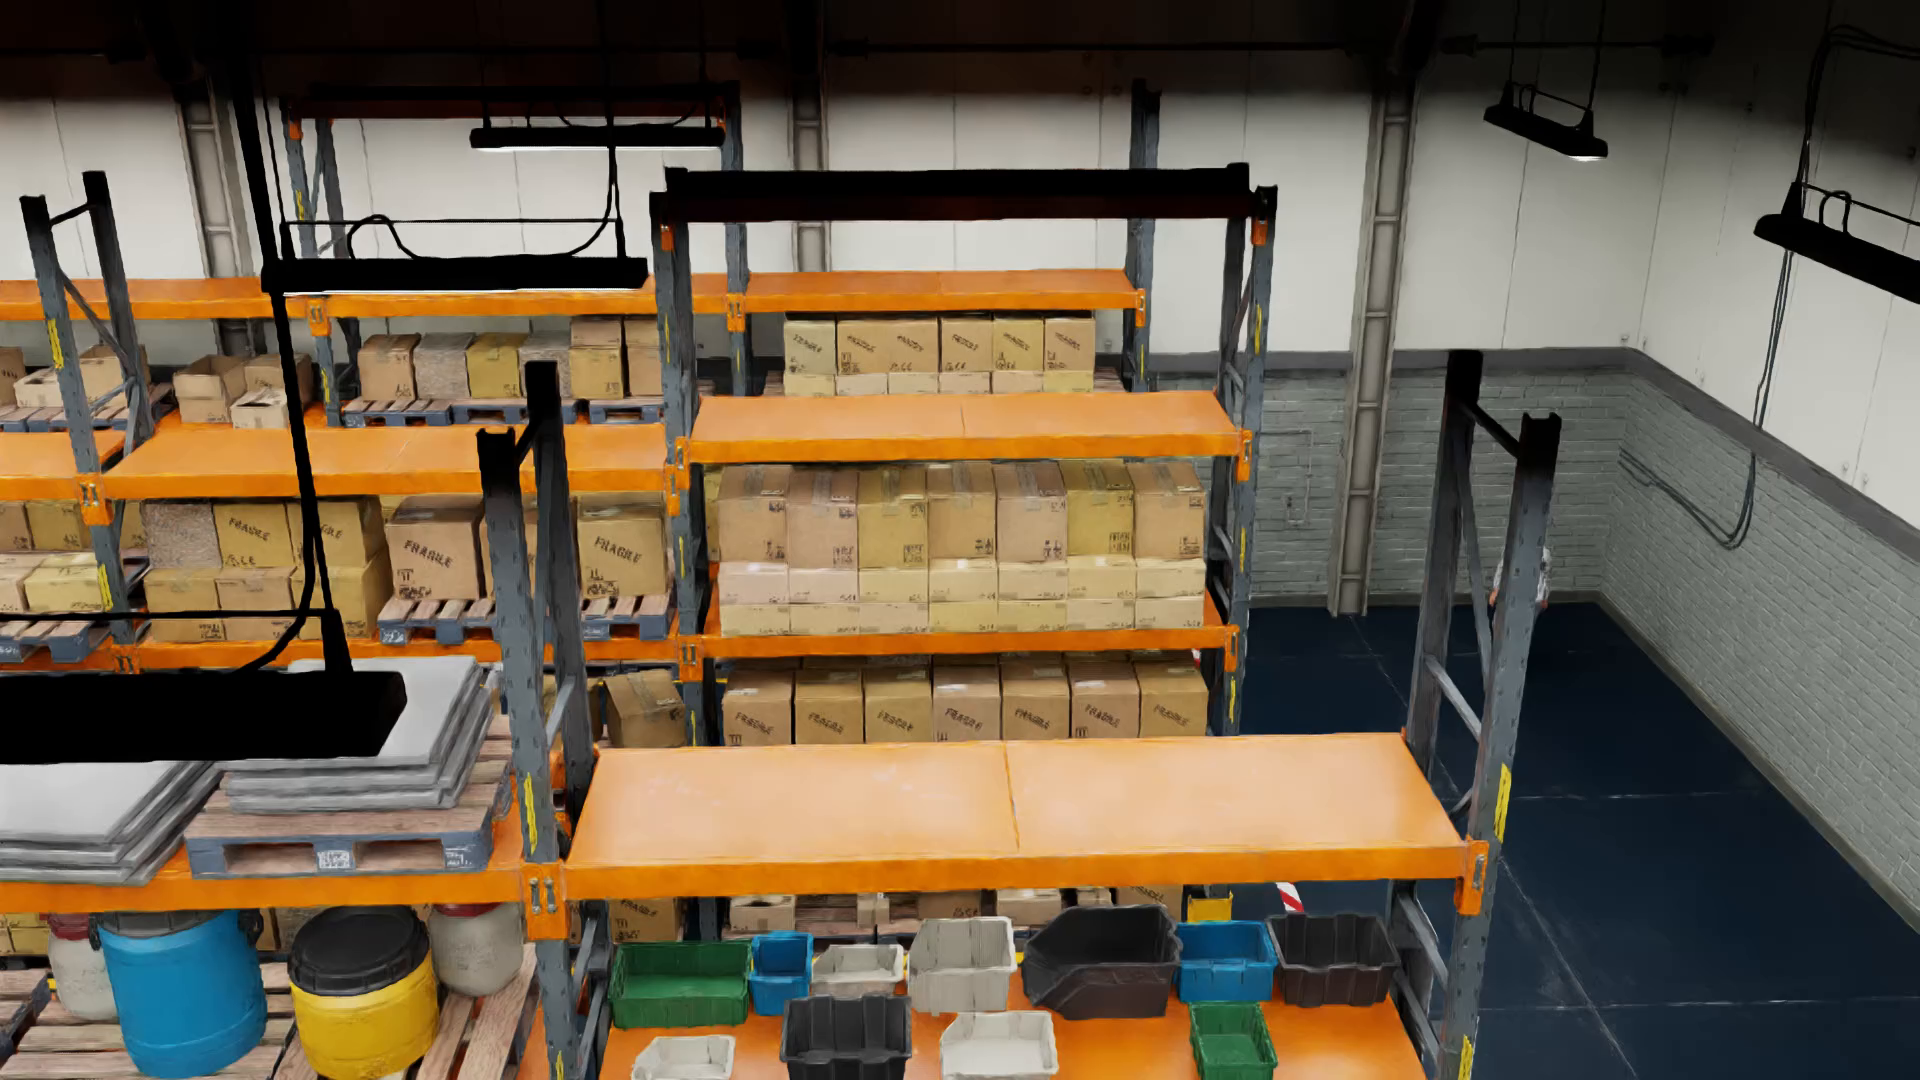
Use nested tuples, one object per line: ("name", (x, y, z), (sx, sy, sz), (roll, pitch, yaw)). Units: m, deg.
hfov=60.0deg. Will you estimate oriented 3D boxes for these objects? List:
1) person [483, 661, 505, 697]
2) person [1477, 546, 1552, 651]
("person", (-4.416, 1.173, 15.936), (1.116, 1.705, 0.557), (-2, 22, -4))
("person", (5.822, 0.541, 17.479), (0.720, 1.767, 0.492), (20, 30, 40))
